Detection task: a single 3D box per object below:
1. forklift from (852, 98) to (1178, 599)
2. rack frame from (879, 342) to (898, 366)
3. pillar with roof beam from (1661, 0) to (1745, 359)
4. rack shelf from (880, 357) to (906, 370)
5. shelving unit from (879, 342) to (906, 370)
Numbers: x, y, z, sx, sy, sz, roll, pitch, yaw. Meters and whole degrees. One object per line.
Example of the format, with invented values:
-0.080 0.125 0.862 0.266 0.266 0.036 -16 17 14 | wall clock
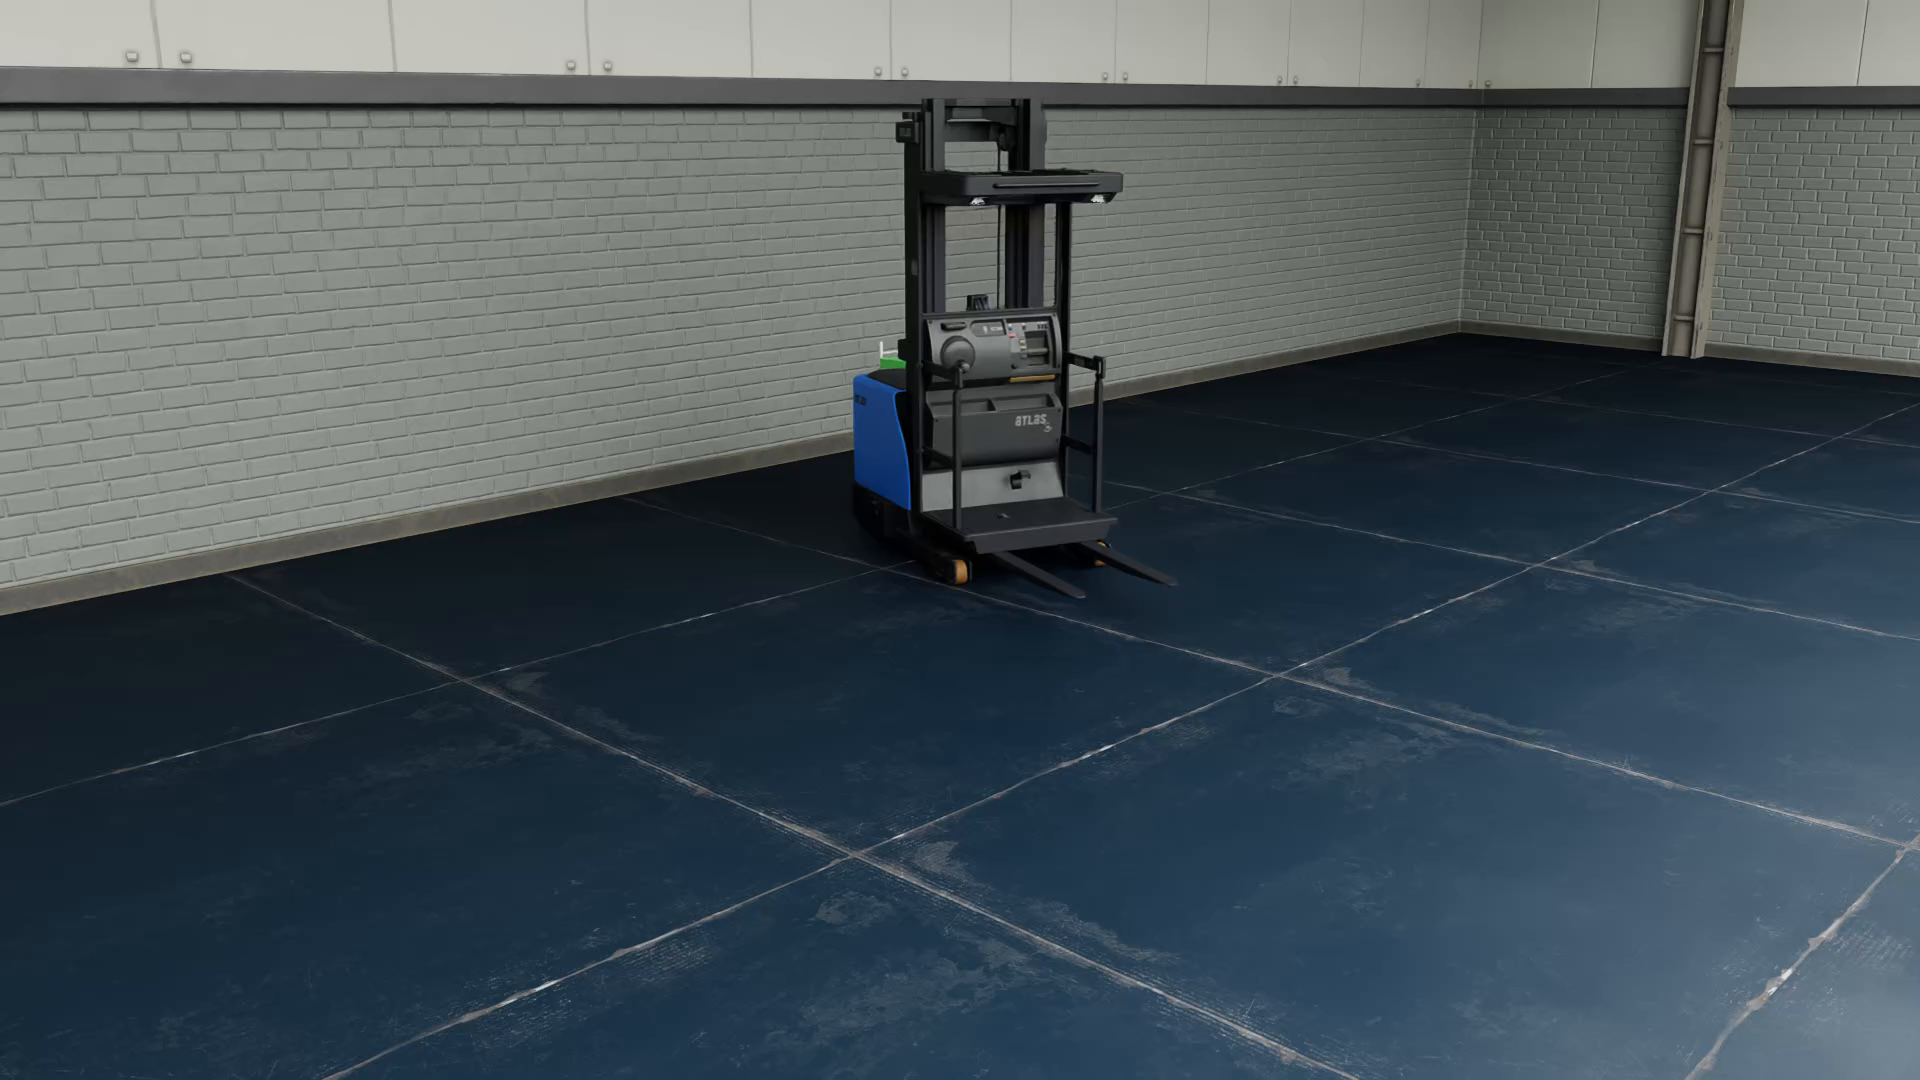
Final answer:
0.316 -1.260 10.456 1.130 2.935 3.031 -7 16 -24 | forklift
-0.496 -0.899 12.502 0.240 1.200 0.015 -12 18 -38 | rack frame
5.664 -5.781 15.771 0.400 9.000 9.100 14 20 42 | pillar with roof beam
-0.345 -1.260 12.220 0.258 0.148 0.480 -12 18 -38 | rack shelf
-0.341 -0.856 12.319 0.258 1.200 0.503 -12 18 -38 | shelving unit
